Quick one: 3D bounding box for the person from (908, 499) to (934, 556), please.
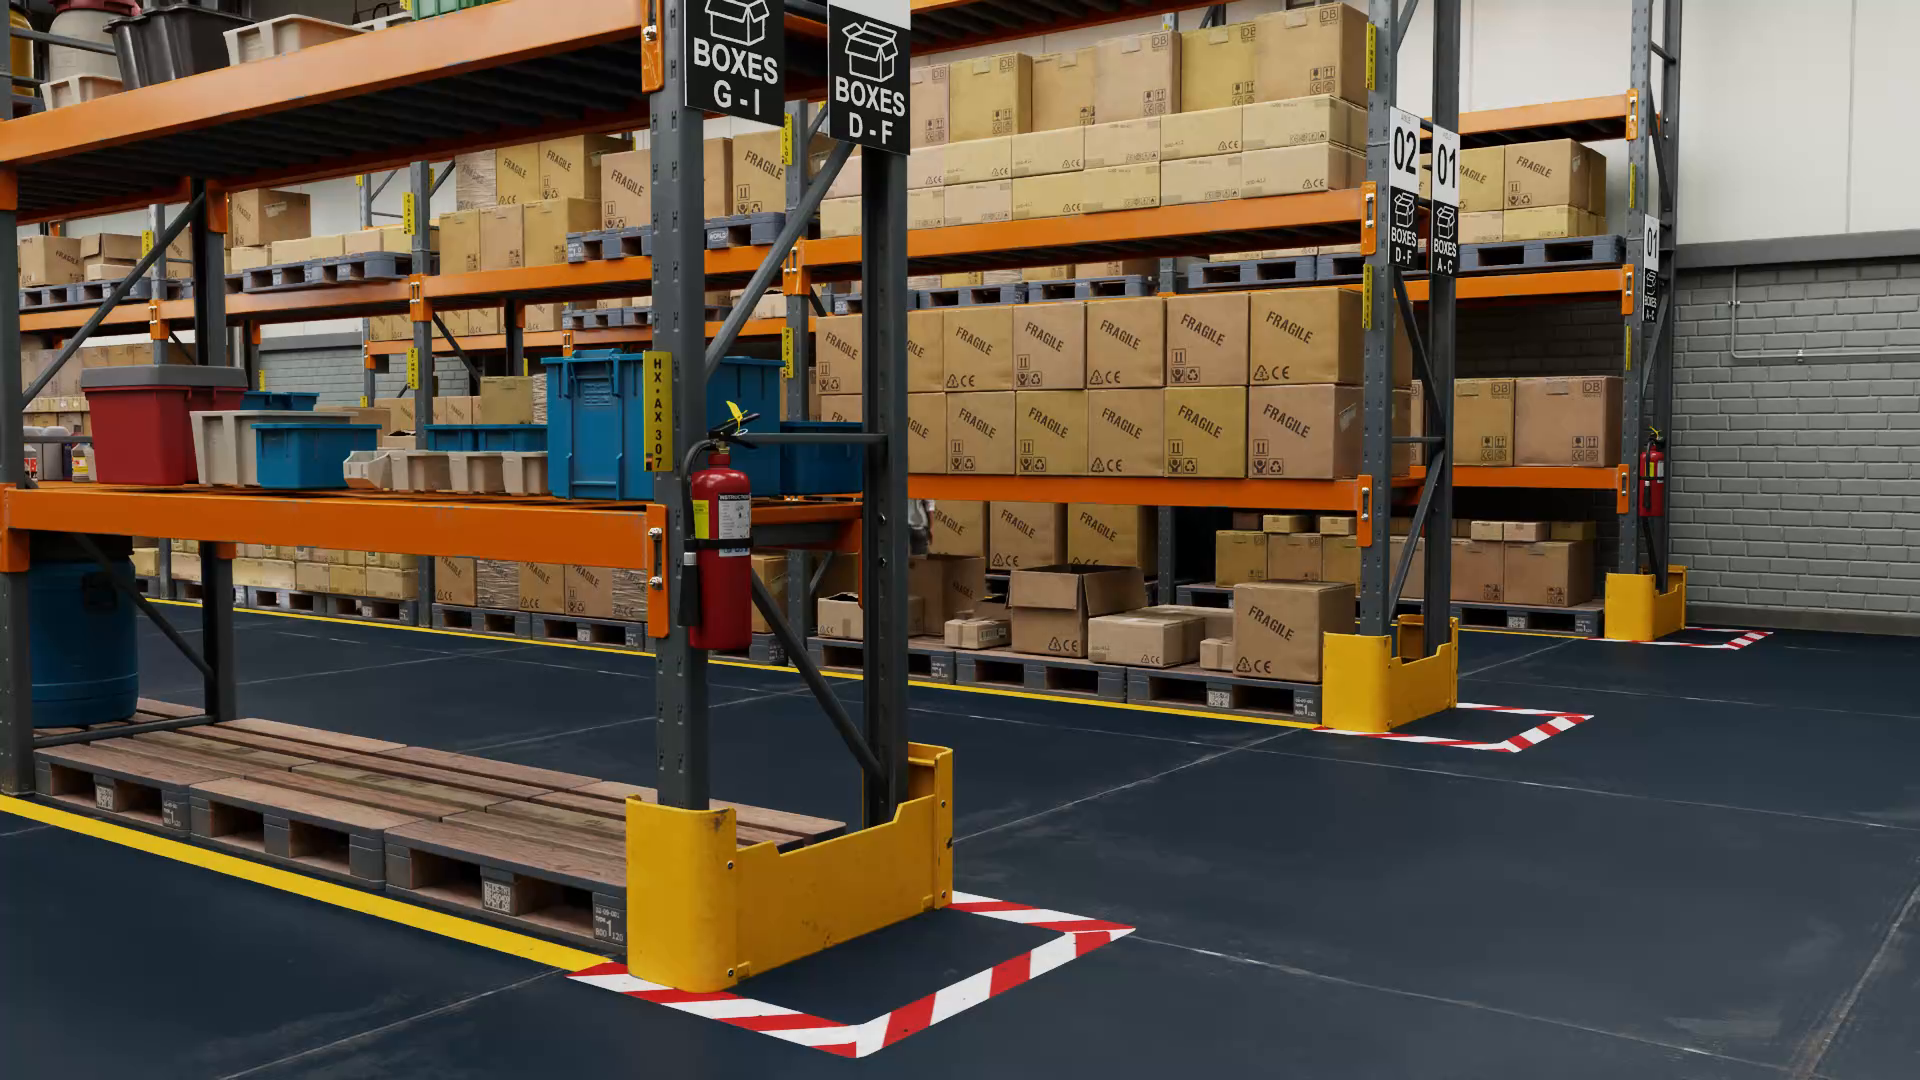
[{"bbox_3d":[-0.425,-0.113,13.786,0.420,1.548,0.945,0,3,-7],"label":"person"}]
